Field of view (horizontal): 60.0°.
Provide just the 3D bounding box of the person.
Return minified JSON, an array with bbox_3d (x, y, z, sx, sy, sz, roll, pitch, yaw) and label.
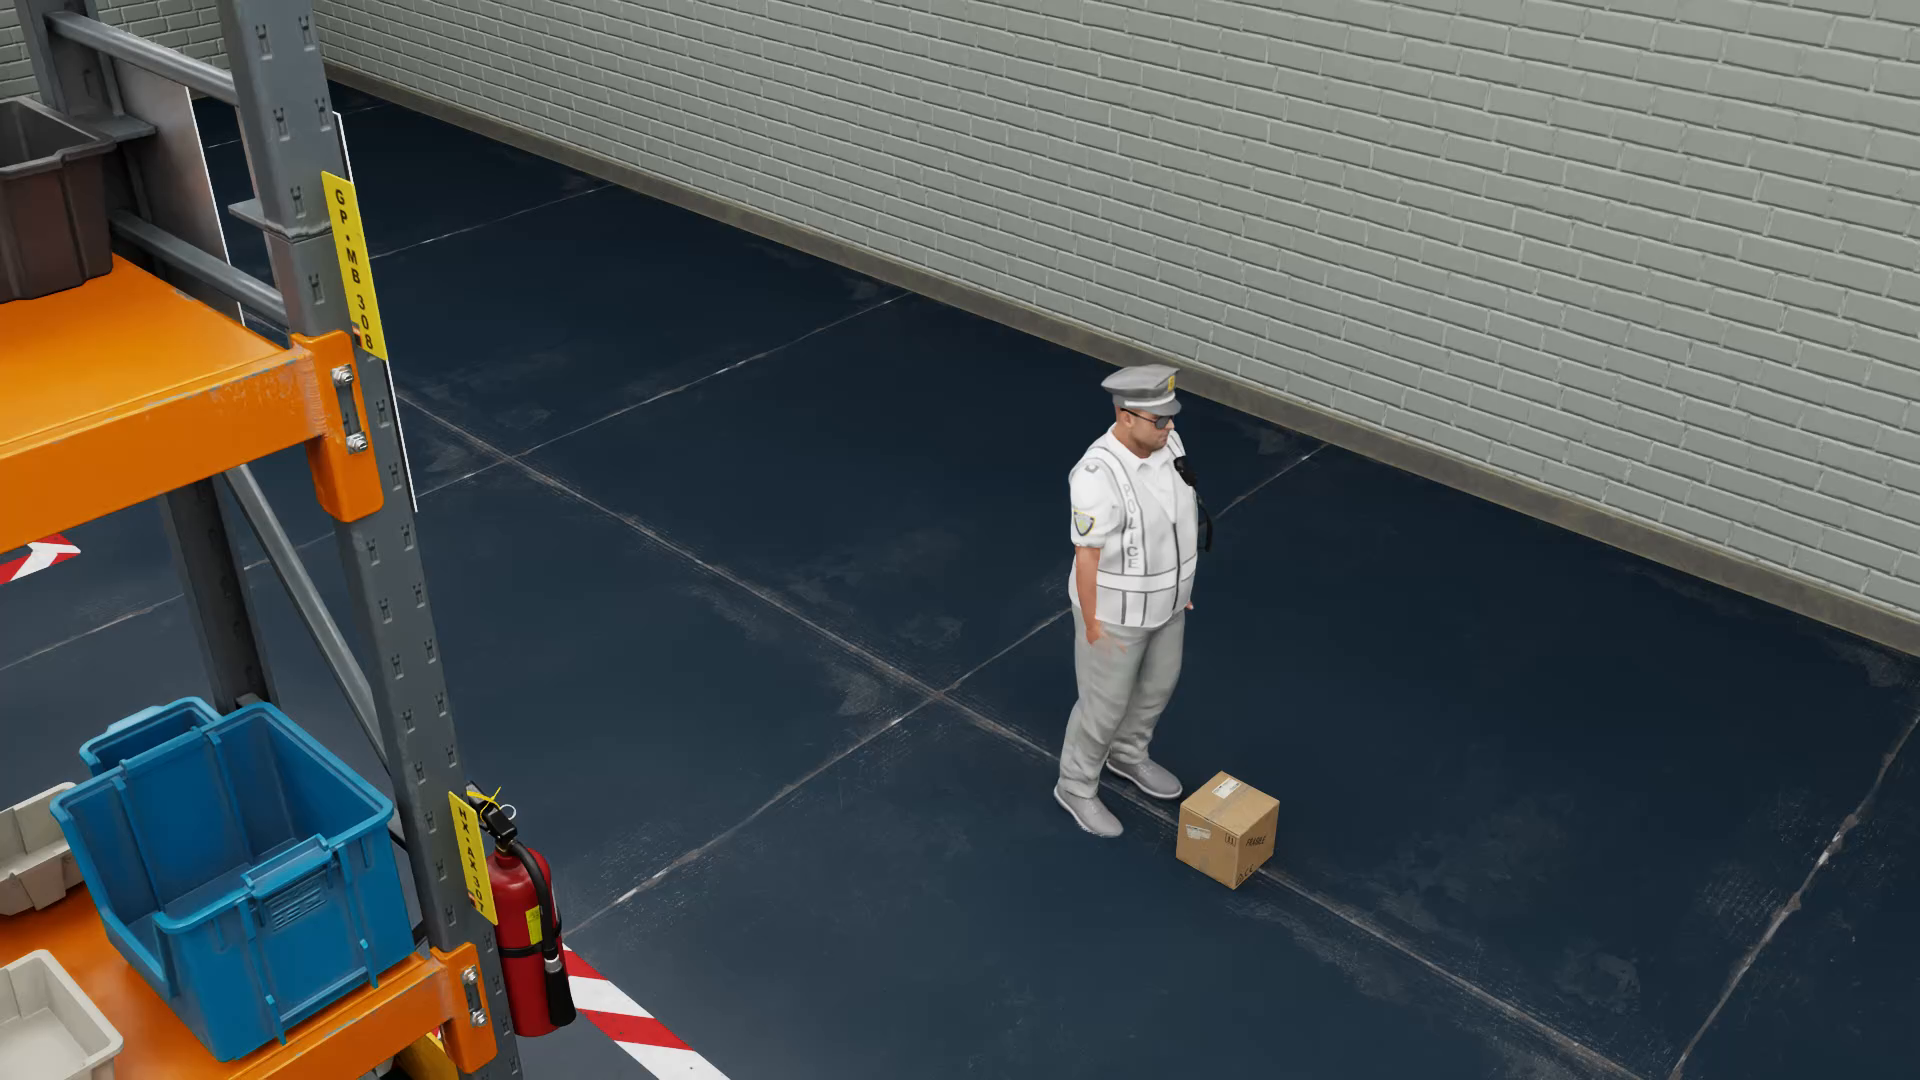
[{"bbox_3d":[0.611,0.213,5.796,0.393,1.778,0.528,26,40,36],"label":"person"}]
